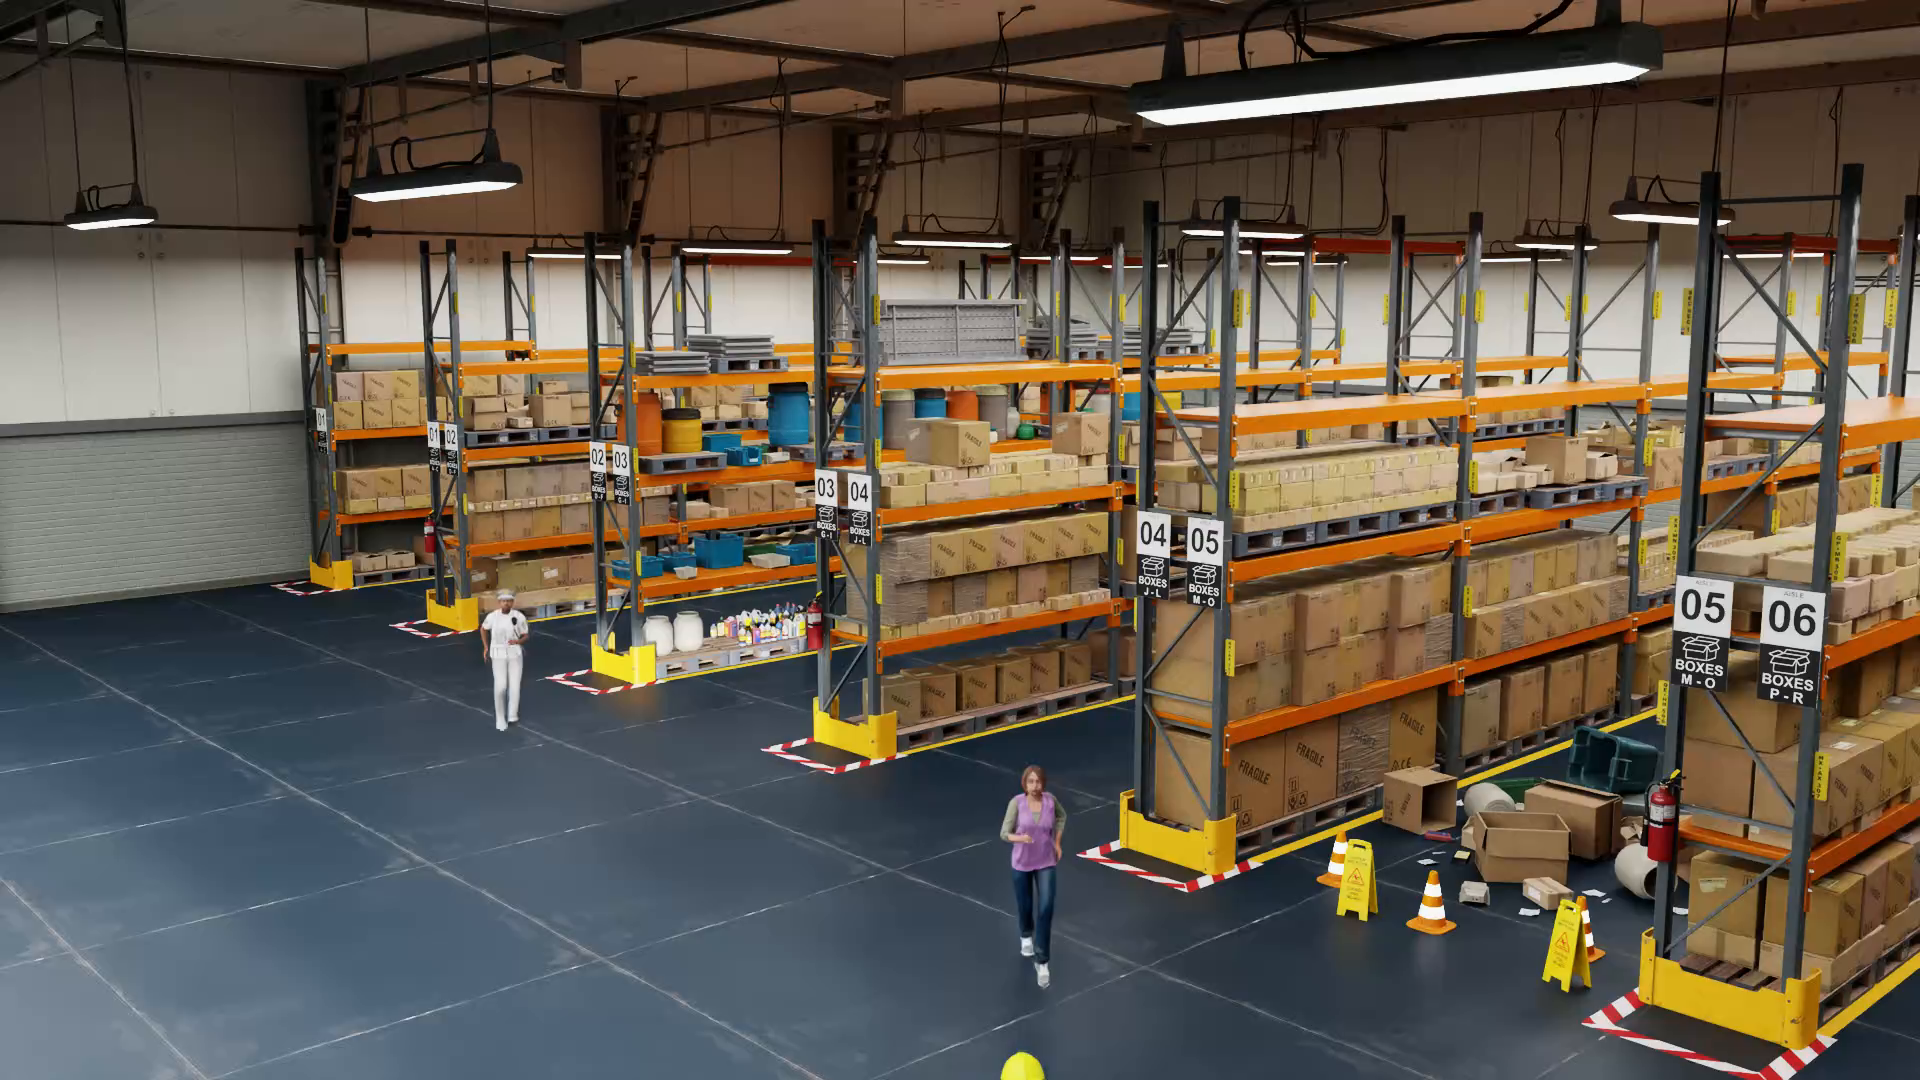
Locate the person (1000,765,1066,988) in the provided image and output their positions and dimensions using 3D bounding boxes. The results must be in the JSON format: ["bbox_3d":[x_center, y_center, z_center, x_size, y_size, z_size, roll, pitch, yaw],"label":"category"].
[{"bbox_3d":[0.562,2.514,12.720,0.520,1.635,0.706,0,8,0],"label":"person"}]

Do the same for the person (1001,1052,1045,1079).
[{"bbox_3d":[0.300,3.197,7.691,0.680,1.768,0.751,1,8,7],"label":"person"}]

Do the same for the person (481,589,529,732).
[{"bbox_3d":[-5.425,1.432,19.891,0.544,1.726,0.701,-3,9,-19],"label":"person"}]

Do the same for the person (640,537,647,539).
[{"bbox_3d":[-5.916,-0.049,30.156,0.587,1.640,0.610,8,12,43],"label":"person"}]
